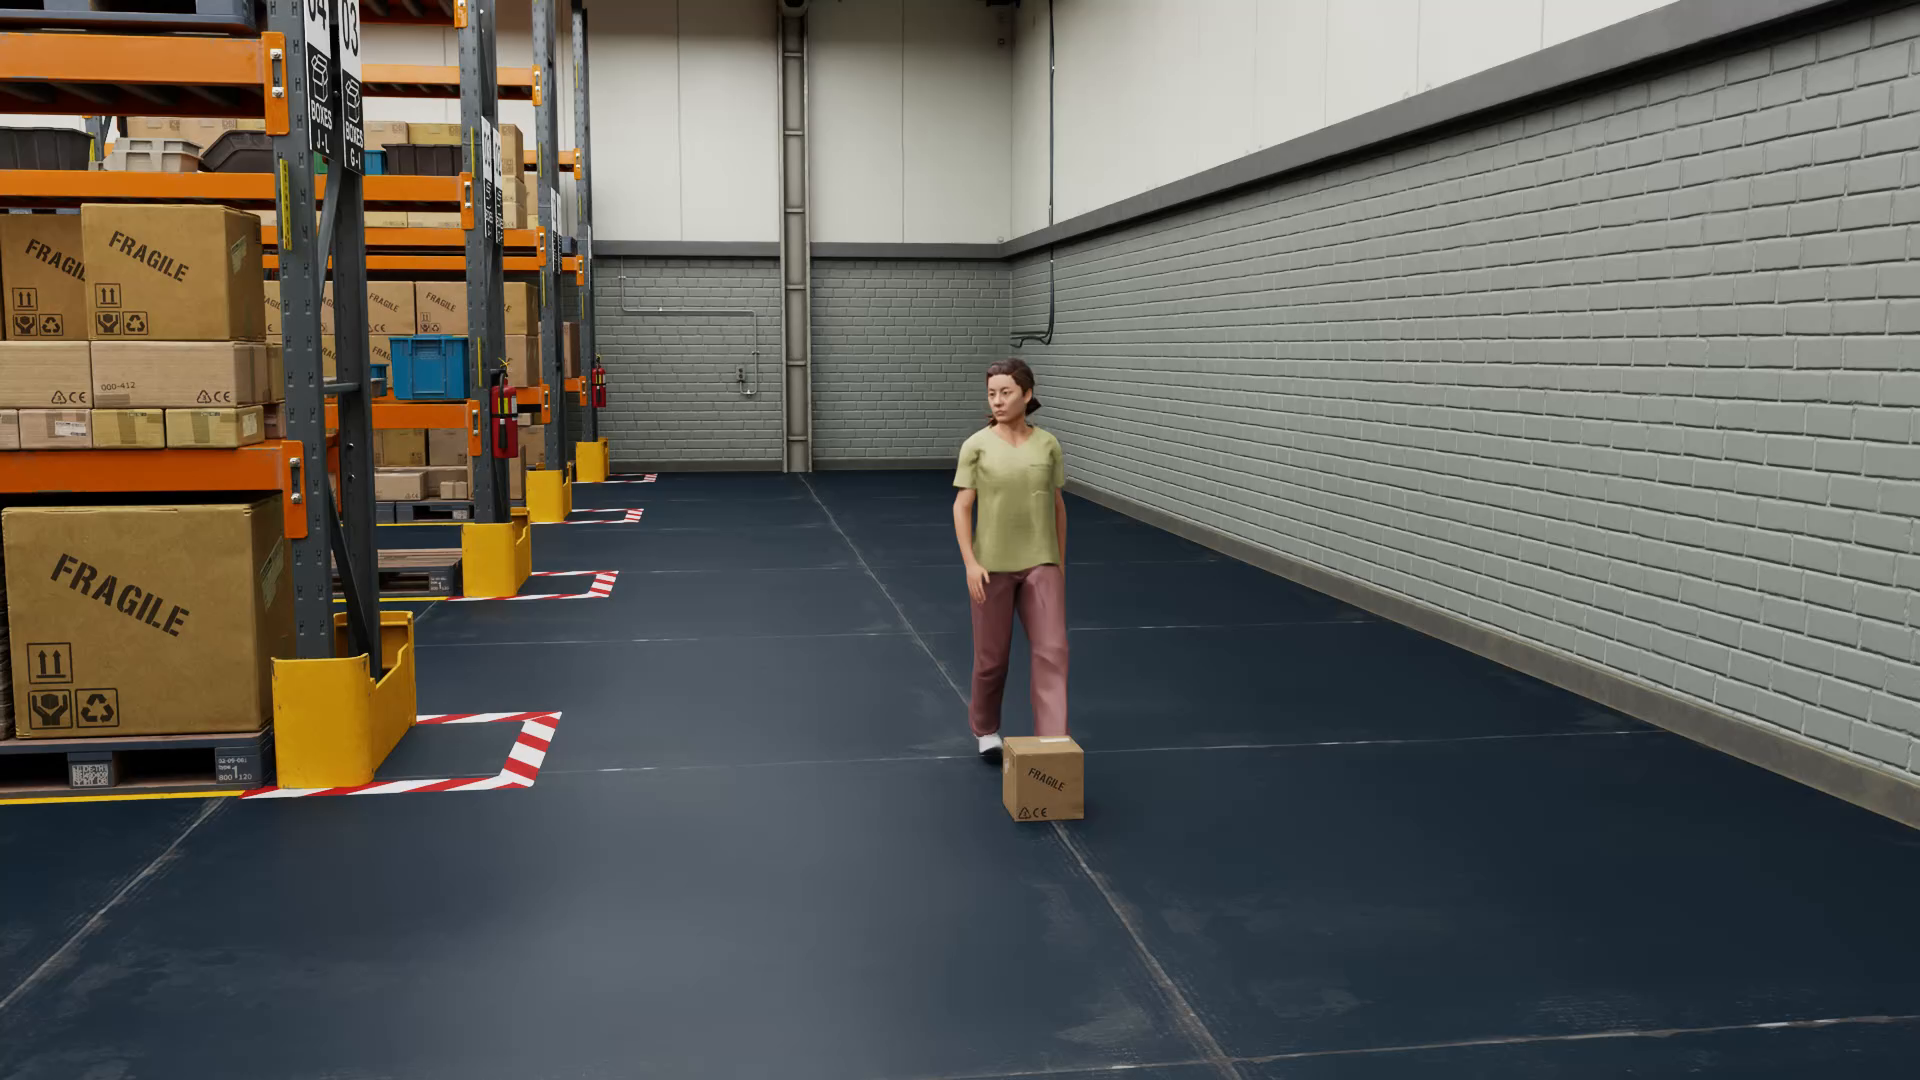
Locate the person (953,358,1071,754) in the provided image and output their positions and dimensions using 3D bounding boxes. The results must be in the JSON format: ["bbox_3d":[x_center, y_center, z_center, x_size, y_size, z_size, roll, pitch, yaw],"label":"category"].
[{"bbox_3d":[0.219,0.111,6.416,0.470,1.616,0.961,-1,7,-7],"label":"person"}]
